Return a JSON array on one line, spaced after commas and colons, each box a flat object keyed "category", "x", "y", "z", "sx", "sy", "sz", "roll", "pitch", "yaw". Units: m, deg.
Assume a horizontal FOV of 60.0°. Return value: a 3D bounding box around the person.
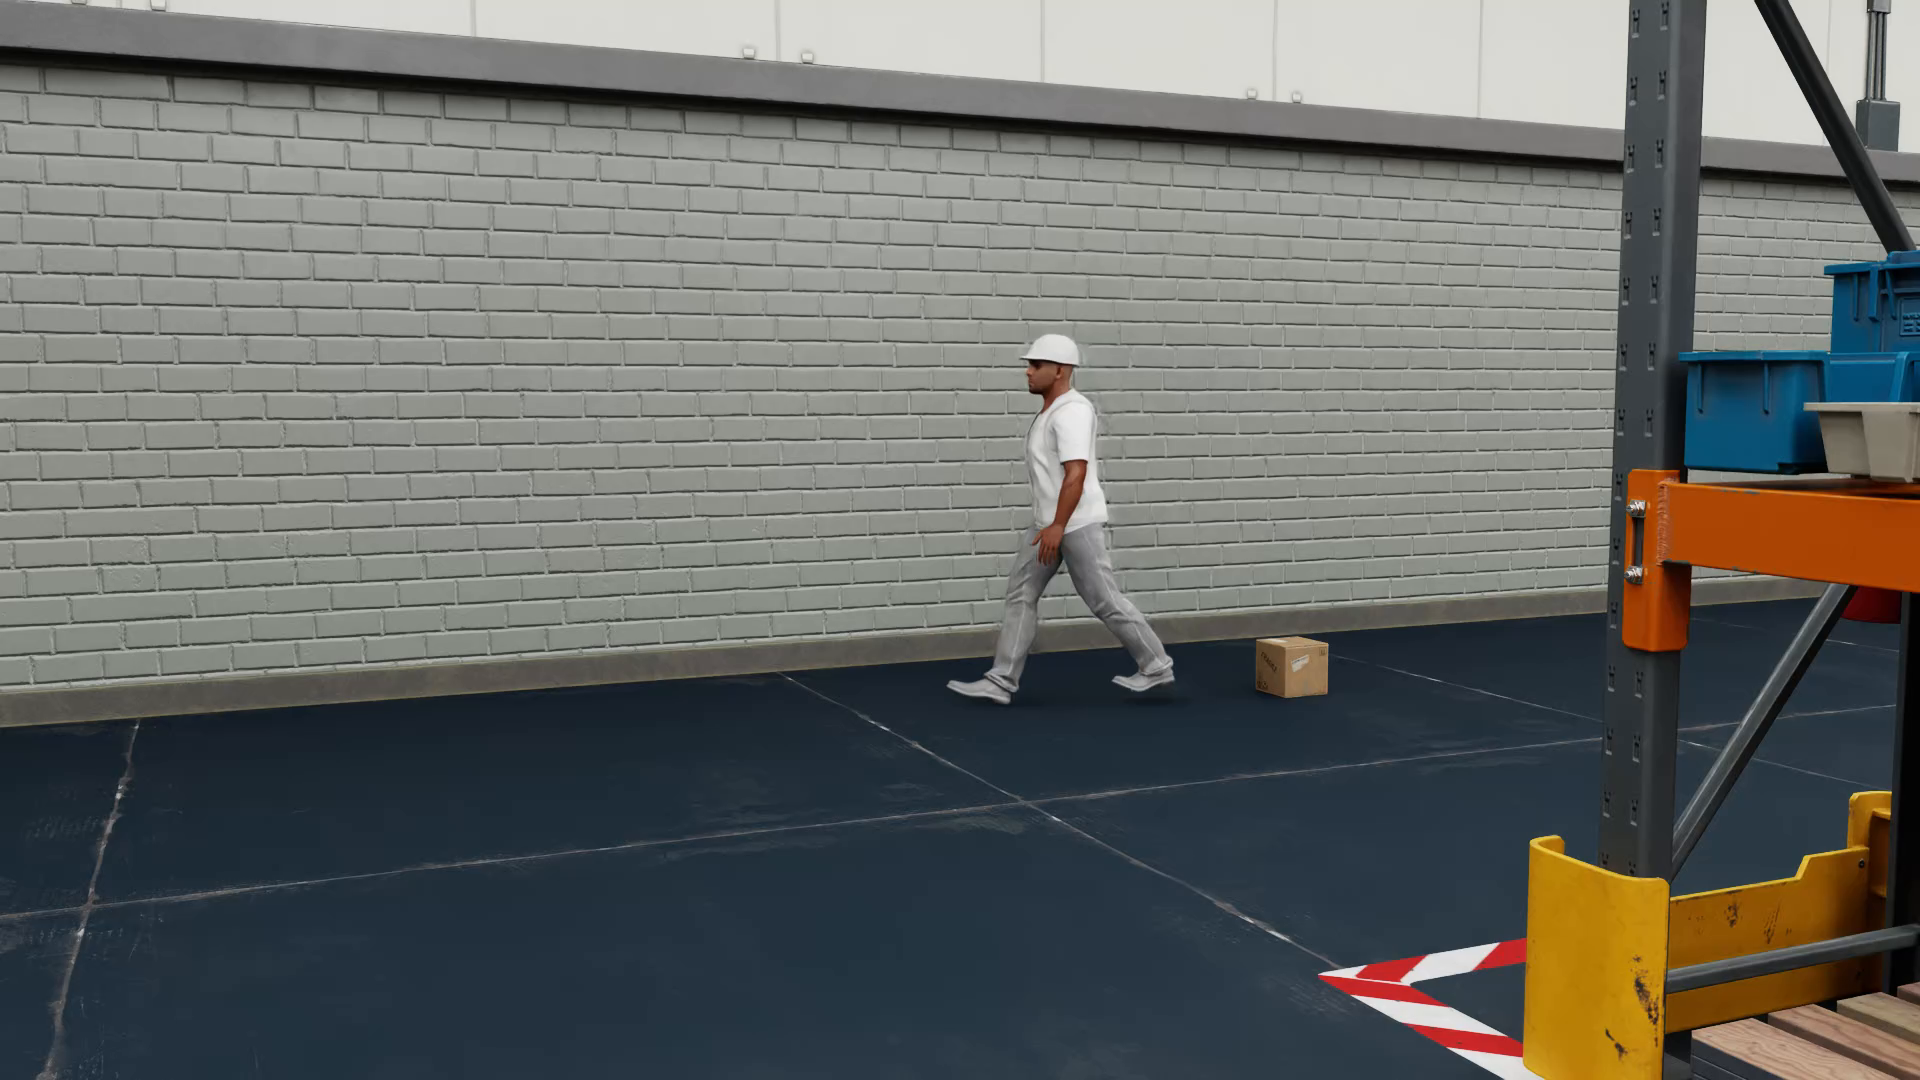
[{"category": "person", "x": 0.486, "y": -0.086, "z": 7.691, "sx": 1.073, "sy": 1.717, "sz": 0.600, "roll": -1, "pitch": 6, "yaw": -14}]
